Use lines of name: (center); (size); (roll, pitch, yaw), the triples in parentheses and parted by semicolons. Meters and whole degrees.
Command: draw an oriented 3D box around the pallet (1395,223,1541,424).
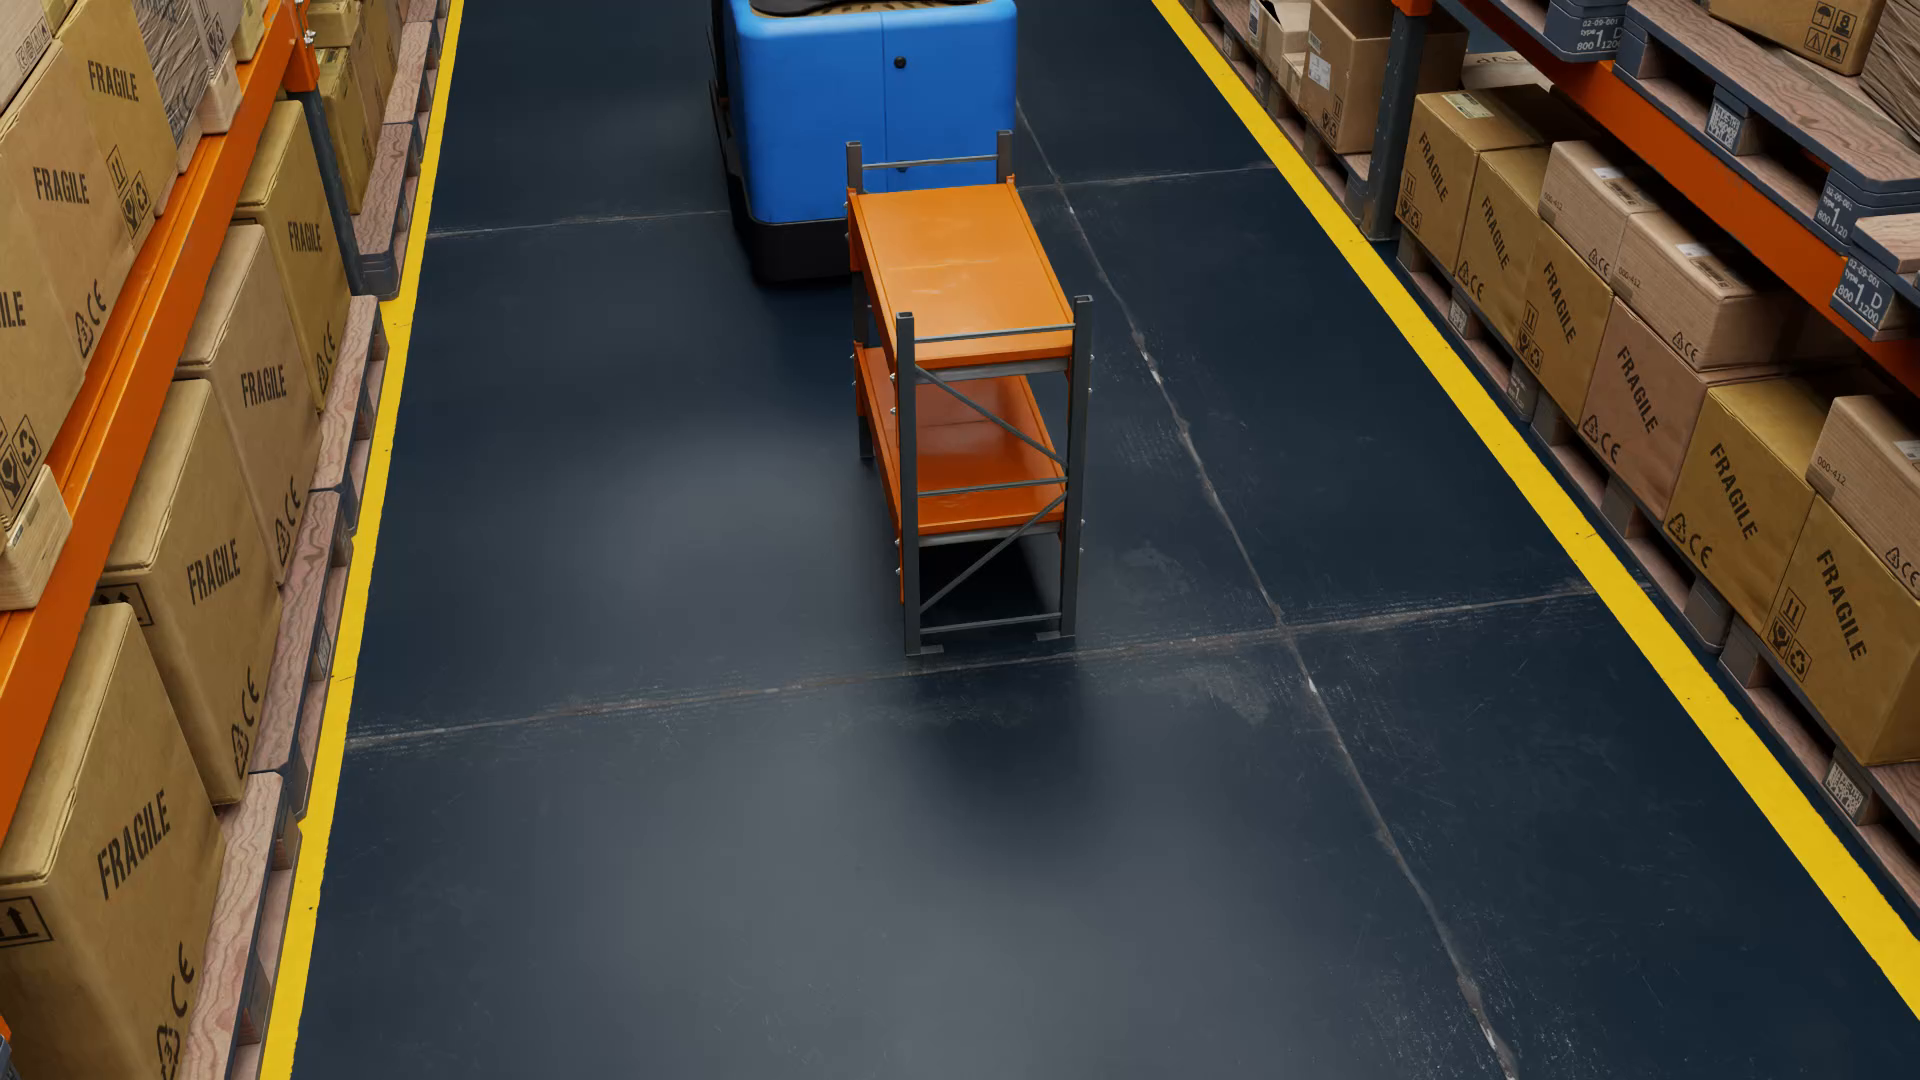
pallet: (2.339, -0.901, 6.237); (1.003, 0.211, 1.213); (-6, 38, -8)

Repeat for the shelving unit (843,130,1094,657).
shelving unit: (-0.001, -0.448, 4.910); (0.538, 1.125, 1.048); (-6, 38, -8)

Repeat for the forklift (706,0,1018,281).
forklift: (-0.563, -3.062, 6.803); (1.130, 2.935, 3.031); (-7, 38, -9)

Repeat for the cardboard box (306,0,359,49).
cardboard box: (-2.628, -2.078, 6.646); (0.380, 0.149, 0.250); (-5, 38, -6)

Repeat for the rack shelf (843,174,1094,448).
rack shelf: (-0.001, -0.679, 4.731); (0.538, 0.278, 1.000); (-6, 38, -8)

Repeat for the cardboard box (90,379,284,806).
cardboard box: (-2.163, 0.157, 4.013); (0.750, 0.750, 0.750); (-6, 38, -8)

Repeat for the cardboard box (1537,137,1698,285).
cardboard box: (2.179, -1.049, 5.223); (0.500, 0.250, 0.500); (-6, 38, -8)

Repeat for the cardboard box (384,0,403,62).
cardboard box: (-3.021, -2.531, 7.758); (0.700, 0.500, 0.500); (-7, 38, -9)

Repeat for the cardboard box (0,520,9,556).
cardboard box: (-1.849, -0.024, 2.495); (0.500, 0.500, 0.500); (-5, 38, -7)

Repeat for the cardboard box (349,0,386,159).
cardboard box: (-2.832, -1.899, 6.945); (0.700, 0.500, 0.500); (-7, 38, -8)

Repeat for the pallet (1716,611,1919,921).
pallet: (2.766, 0.573, 4.340); (1.003, 0.211, 1.213); (-6, 38, -8)

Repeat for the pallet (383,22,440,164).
pallet: (-2.991, -2.059, 7.728); (1.003, 0.211, 1.213); (-6, 38, -8)

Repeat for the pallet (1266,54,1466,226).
pallet: (2.039, -1.803, 7.398); (1.003, 0.211, 1.213); (-6, 38, -8)

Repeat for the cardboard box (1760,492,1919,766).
cardboard box: (2.465, 0.201, 4.226); (0.500, 0.500, 0.500); (-5, 38, -6)

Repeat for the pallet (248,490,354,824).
pallet: (-2.291, 0.344, 4.636); (1.003, 0.211, 1.213); (-6, 38, -8)

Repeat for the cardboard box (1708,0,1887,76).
cardboard box: (2.529, -1.634, 4.484); (0.700, 0.500, 0.500); (-16, 41, -19)

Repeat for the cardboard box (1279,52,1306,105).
cardboard box: (1.655, -2.071, 7.435); (0.380, 0.149, 0.250); (-6, 38, -8)

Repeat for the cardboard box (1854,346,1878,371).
cardboard box: (2.785, -0.499, 5.126); (0.500, 0.500, 0.500); (-7, 38, -9)

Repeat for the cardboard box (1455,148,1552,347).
cardboard box: (2.108, -1.036, 5.818); (0.500, 0.500, 0.500); (-6, 38, -7)

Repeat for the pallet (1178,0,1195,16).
pallet: (1.612, -3.276, 9.295); (1.003, 0.211, 1.213); (-6, 38, -8)

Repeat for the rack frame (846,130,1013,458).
rack frame: (-0.090, -0.755, 5.305); (0.500, 1.125, 0.032); (-6, 38, -8)

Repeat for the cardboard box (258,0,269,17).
cardboard box: (-2.380, -1.689, 5.167); (0.380, 0.149, 0.250); (-6, 38, -8)

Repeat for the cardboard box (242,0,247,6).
cardboard box: (-2.388, -1.867, 4.868); (0.500, 0.500, 0.500); (-7, 38, -9)

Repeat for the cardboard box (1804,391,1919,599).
cardboard box: (2.451, -0.129, 4.039); (0.500, 0.250, 0.500); (-5, 38, -6)

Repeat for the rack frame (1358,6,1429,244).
rack frame: (2.159, -2.489, 6.009); (1.000, 3.000, 0.127); (-6, 38, -8)

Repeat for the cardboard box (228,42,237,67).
cardboard box: (-2.311, -1.378, 4.767); (0.380, 0.149, 0.250); (-5, 38, -7)

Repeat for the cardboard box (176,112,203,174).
cardboard box: (-2.229, -1.070, 4.370); (0.380, 0.149, 0.250); (-6, 38, -8)

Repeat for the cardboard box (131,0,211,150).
cardboard box: (-2.210, -1.256, 4.081); (0.500, 0.500, 0.500); (-6, 38, -8)

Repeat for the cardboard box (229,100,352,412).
cardboard box: (-2.476, -0.892, 5.363); (0.750, 0.750, 0.750); (-6, 38, -7)

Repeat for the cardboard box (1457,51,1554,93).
cardboard box: (2.298, -1.878, 7.055); (0.500, 0.311, 0.500); (-6, 38, -8)

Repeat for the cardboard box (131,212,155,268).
cardboard box: (-2.165, -0.755, 3.965); (0.380, 0.149, 0.250); (-5, 38, -7)

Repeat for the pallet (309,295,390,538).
pallet: (-2.508, -0.395, 5.586); (1.003, 0.211, 1.213); (-6, 38, -8)

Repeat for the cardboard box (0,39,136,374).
cardboard box: (-2.018, -0.641, 3.290); (0.500, 0.500, 0.500); (-6, 38, -8)

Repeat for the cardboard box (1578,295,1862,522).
cardboard box: (2.277, -0.428, 5.035); (0.500, 0.500, 0.500); (-8, 38, -10)

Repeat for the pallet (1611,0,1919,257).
pallet: (2.515, -1.171, 4.469); (1.003, 0.211, 1.213); (-6, 38, -8)

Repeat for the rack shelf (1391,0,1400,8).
rack shelf: (1.808, -3.413, 7.784); (1.077, 0.370, 4.000); (-6, 38, -8)

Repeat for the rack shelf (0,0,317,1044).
rack shelf: (-2.367, -0.462, 3.986); (1.077, 0.370, 4.000); (-6, 38, -8)
